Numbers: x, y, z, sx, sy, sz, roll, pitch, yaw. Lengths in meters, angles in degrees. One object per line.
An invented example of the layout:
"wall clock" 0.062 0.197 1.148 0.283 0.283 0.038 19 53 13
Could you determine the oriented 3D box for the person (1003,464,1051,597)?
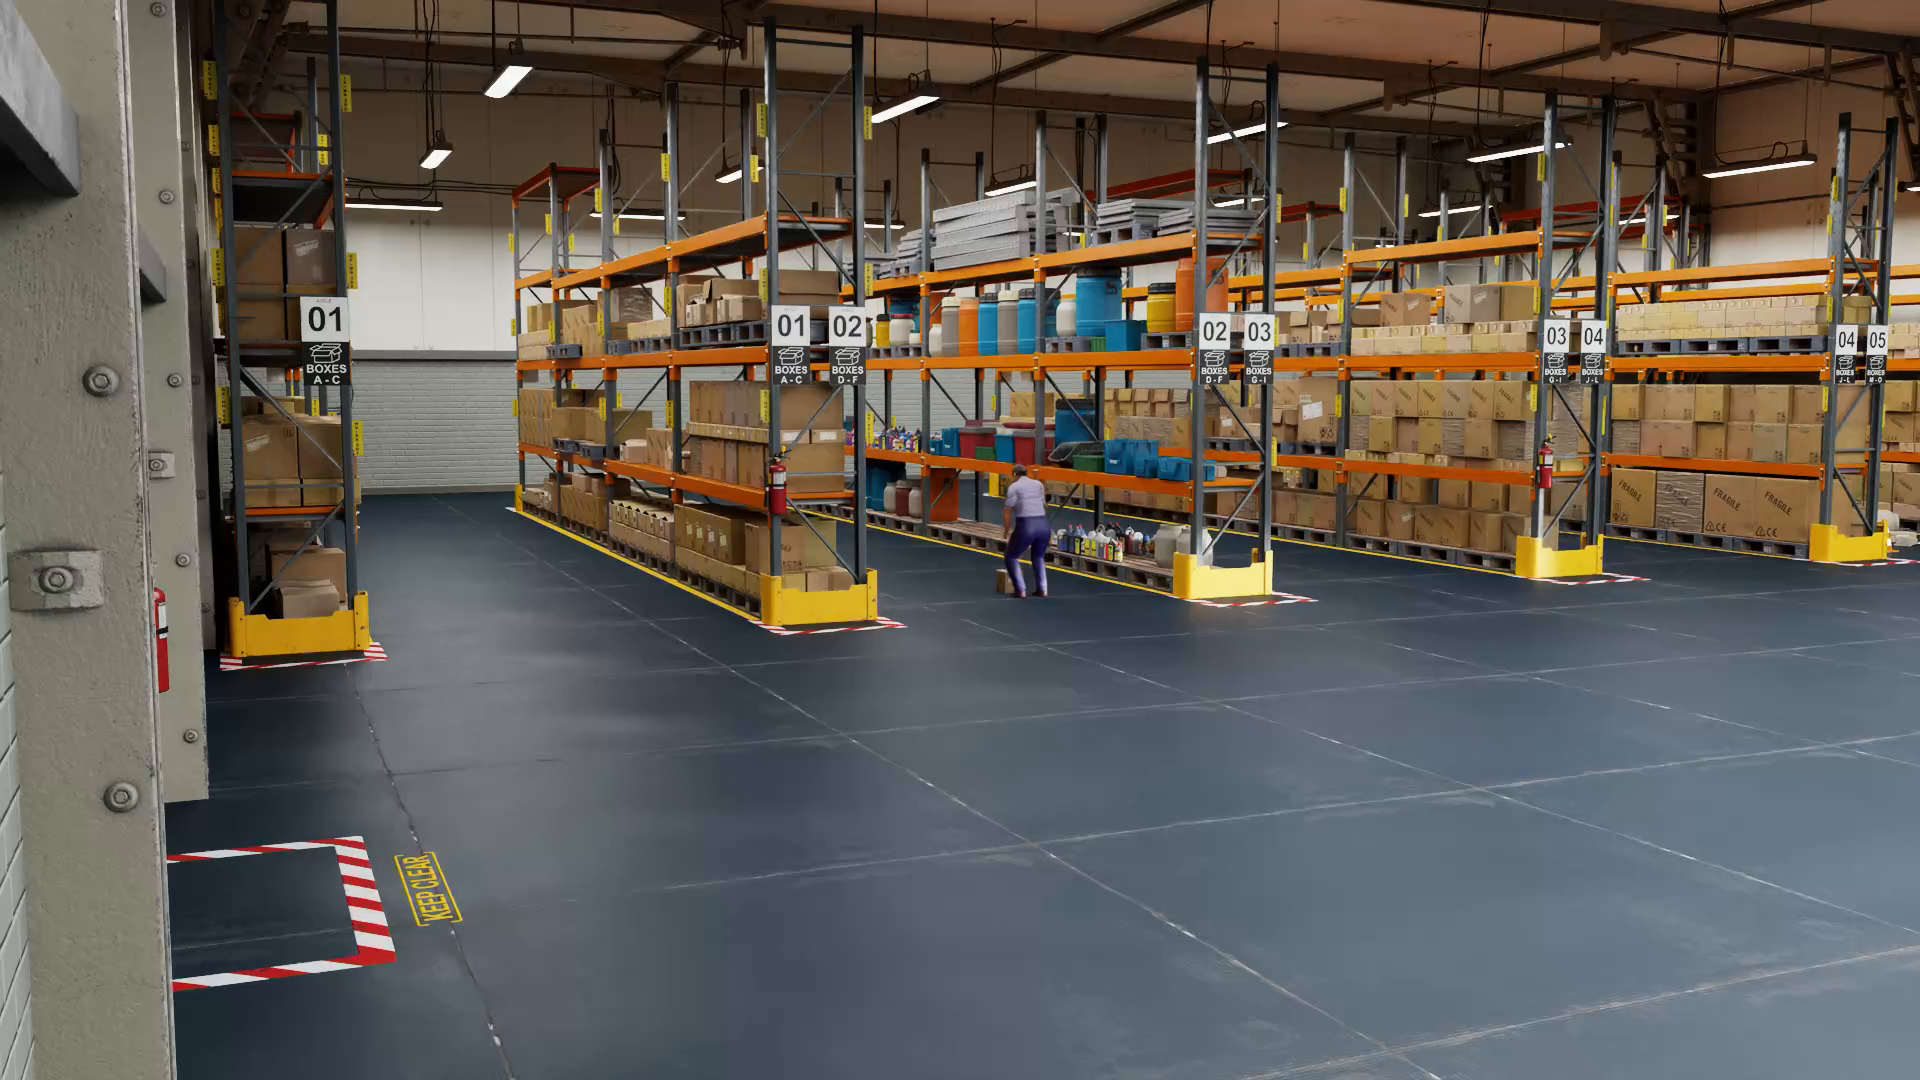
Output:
"person" 0.749 -0.096 18.872 0.522 1.510 0.529 -2 6 -23
